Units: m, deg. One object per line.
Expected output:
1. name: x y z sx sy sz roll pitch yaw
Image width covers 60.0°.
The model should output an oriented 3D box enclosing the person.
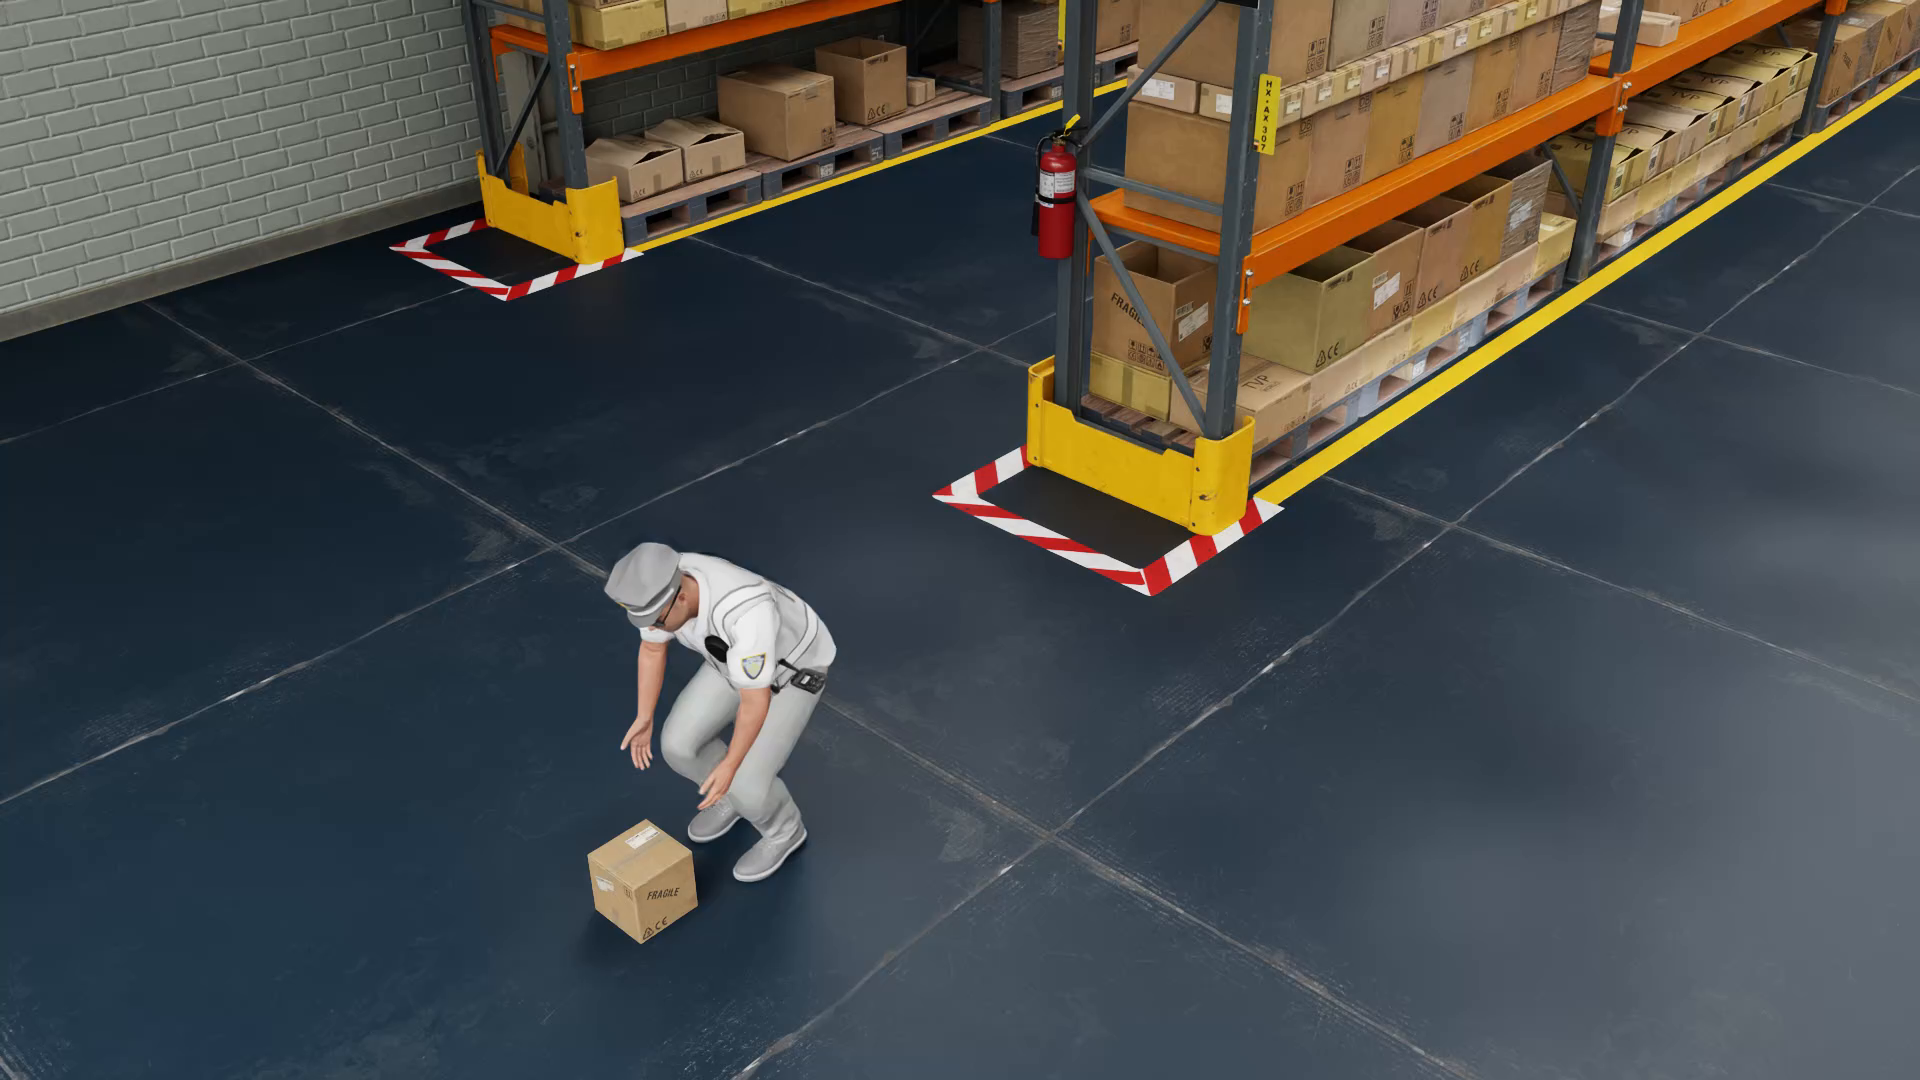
1. person: -0.795 0.616 5.641 0.577 1.205 0.899 25 39 35
